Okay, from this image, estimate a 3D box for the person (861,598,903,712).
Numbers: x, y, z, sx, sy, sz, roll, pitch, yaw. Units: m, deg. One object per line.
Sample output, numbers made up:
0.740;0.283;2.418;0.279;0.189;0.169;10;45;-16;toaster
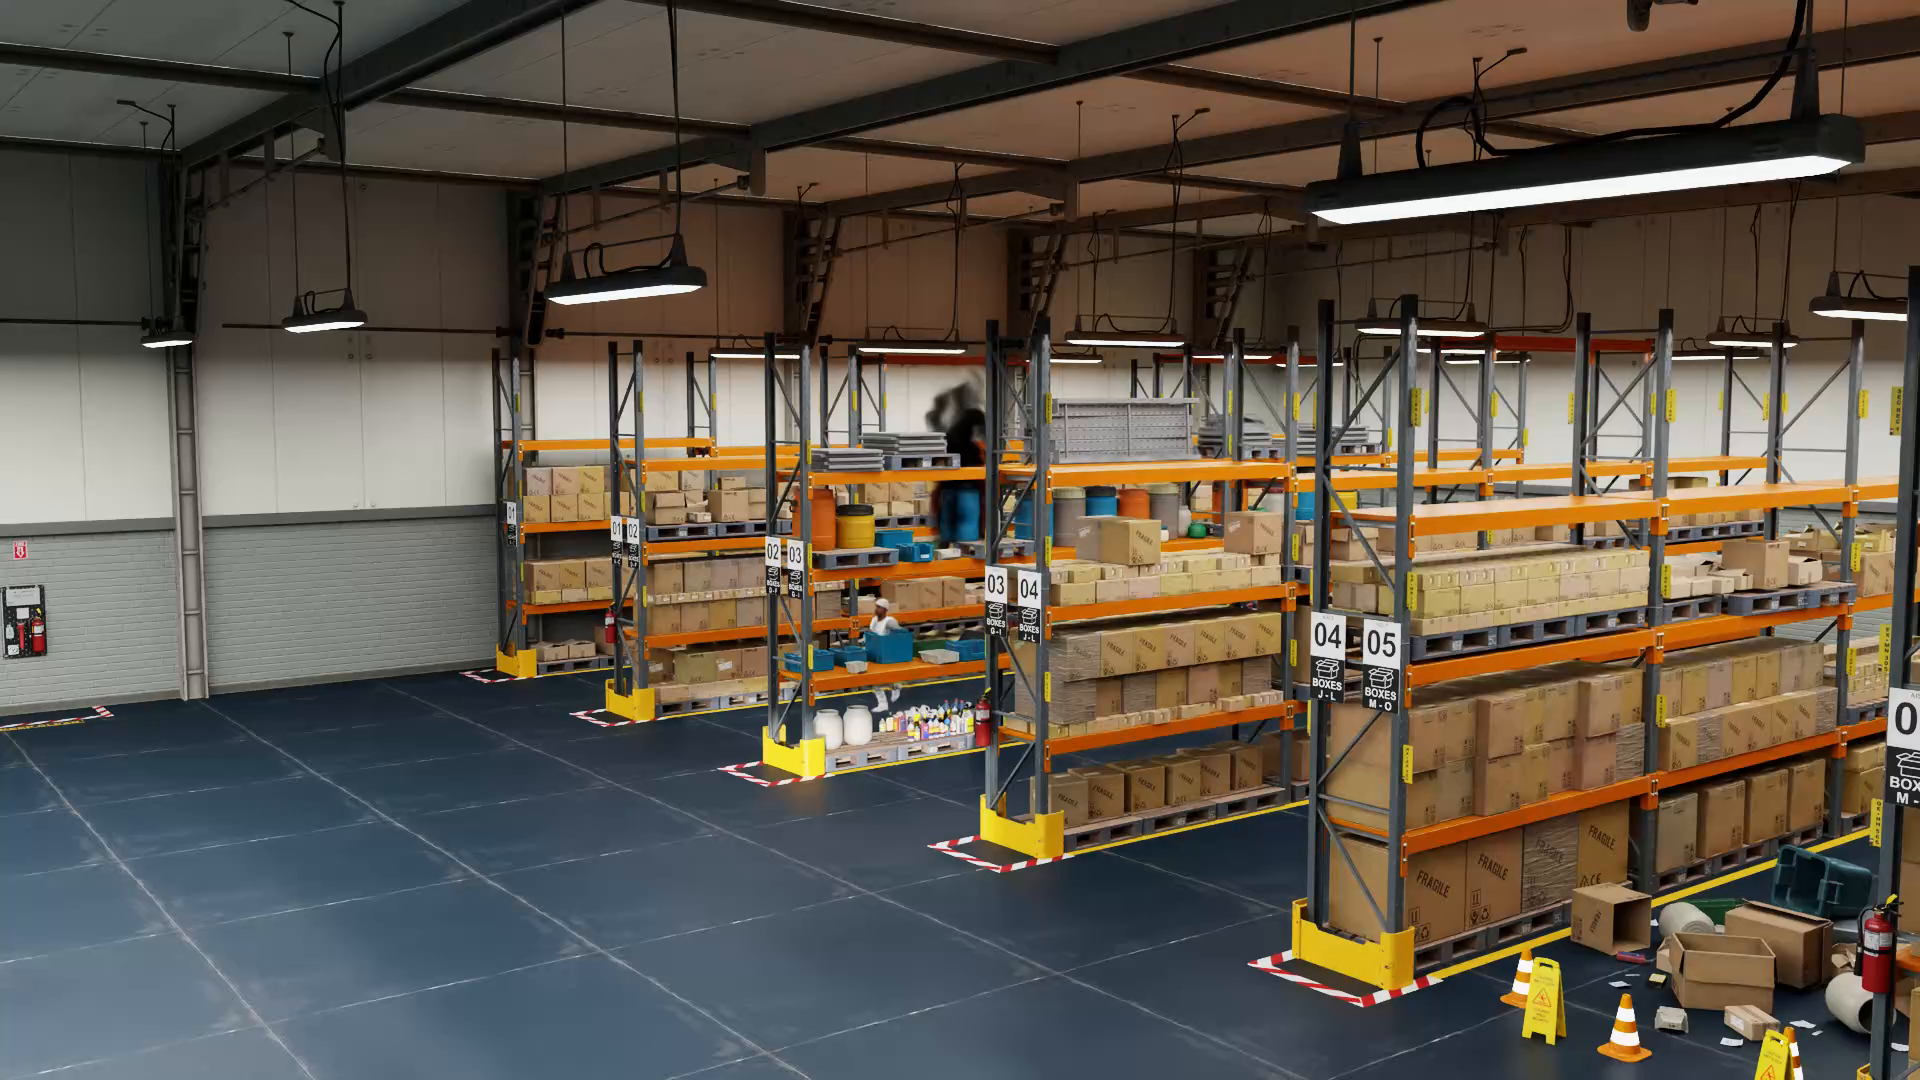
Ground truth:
-1.205;1.768;25.541;0.599;1.748;0.685;-4;6;-39;person
